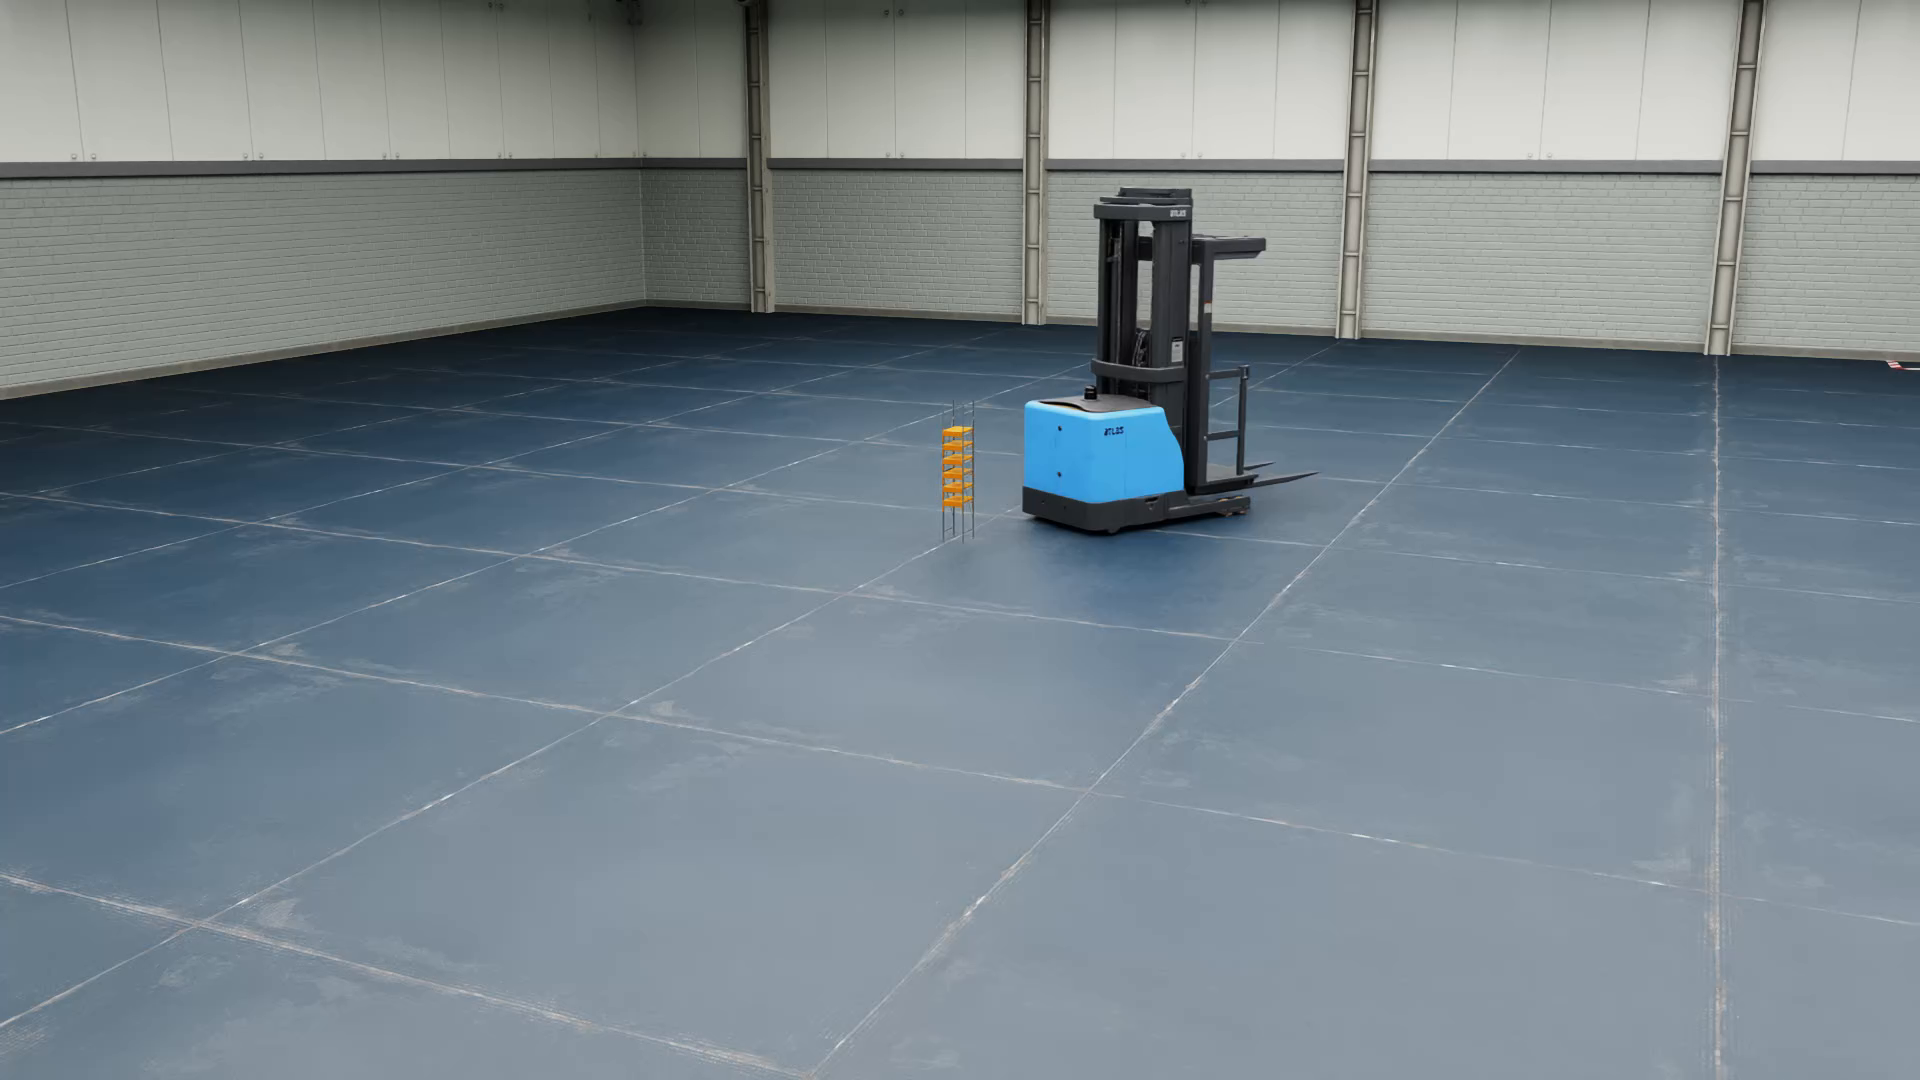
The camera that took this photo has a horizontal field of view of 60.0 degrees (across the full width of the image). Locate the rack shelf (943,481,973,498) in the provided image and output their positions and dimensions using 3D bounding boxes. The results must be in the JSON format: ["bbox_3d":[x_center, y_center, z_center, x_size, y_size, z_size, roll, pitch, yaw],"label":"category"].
[{"bbox_3d":[-0.013,-0.425,14.161,0.180,0.103,0.258,6,14,23],"label":"rack shelf"}]

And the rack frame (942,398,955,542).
[{"bbox_3d":[-0.097,-0.594,14.160,0.006,1.200,0.240,6,14,23],"label":"rack frame"}]

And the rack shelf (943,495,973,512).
[{"bbox_3d":[-0.013,-0.309,14.188,0.180,0.103,0.258,6,14,23],"label":"rack shelf"}]

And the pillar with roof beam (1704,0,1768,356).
[{"bbox_3d":[10.651,-6.526,22.370,0.400,9.000,9.100,6,14,23],"label":"pillar with roof beam"}]

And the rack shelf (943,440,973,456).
[{"bbox_3d":[-0.013,-0.776,14.079,0.180,0.103,0.258,6,14,23],"label":"rack shelf"}]

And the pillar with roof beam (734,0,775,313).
[{"bbox_3d":[-5.806,-8.192,29.468,0.548,9.000,9.100,6,14,23],"label":"pillar with roof beam"}]

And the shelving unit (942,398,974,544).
[{"bbox_3d":[-0.013,-0.585,14.123,0.189,1.200,0.258,6,14,23],"label":"shelving unit"}]

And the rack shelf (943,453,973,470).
[{"bbox_3d":[-0.013,-0.659,14.106,0.180,0.103,0.258,6,14,23],"label":"rack shelf"}]

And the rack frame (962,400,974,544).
[{"bbox_3d":[0.070,-0.577,14.087,0.006,1.200,0.240,6,14,23],"label":"rack frame"}]

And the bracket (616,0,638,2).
[{"bbox_3d":[-6.753,-11.027,33.671,0.430,0.232,0.235,6,14,23],"label":"bracket"}]

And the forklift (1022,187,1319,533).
[{"bbox_3d":[2.056,-1.727,15.198,3.031,2.935,1.130,-9,16,-35],"label":"forklift"}]

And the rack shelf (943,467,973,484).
[{"bbox_3d":[-0.013,-0.542,14.134,0.180,0.103,0.258,6,14,23],"label":"rack shelf"}]

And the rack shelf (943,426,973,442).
[{"bbox_3d":[-0.013,-0.893,14.051,0.180,0.103,0.258,6,14,23],"label":"rack shelf"}]

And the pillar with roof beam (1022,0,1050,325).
[{"bbox_3d":[-0.321,-7.637,27.102,0.400,9.000,9.100,6,14,23],"label":"pillar with roof beam"}]

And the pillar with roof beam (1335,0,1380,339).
[{"bbox_3d":[5.165,-7.082,24.736,0.400,9.000,9.100,6,14,23],"label":"pillar with roof beam"}]
